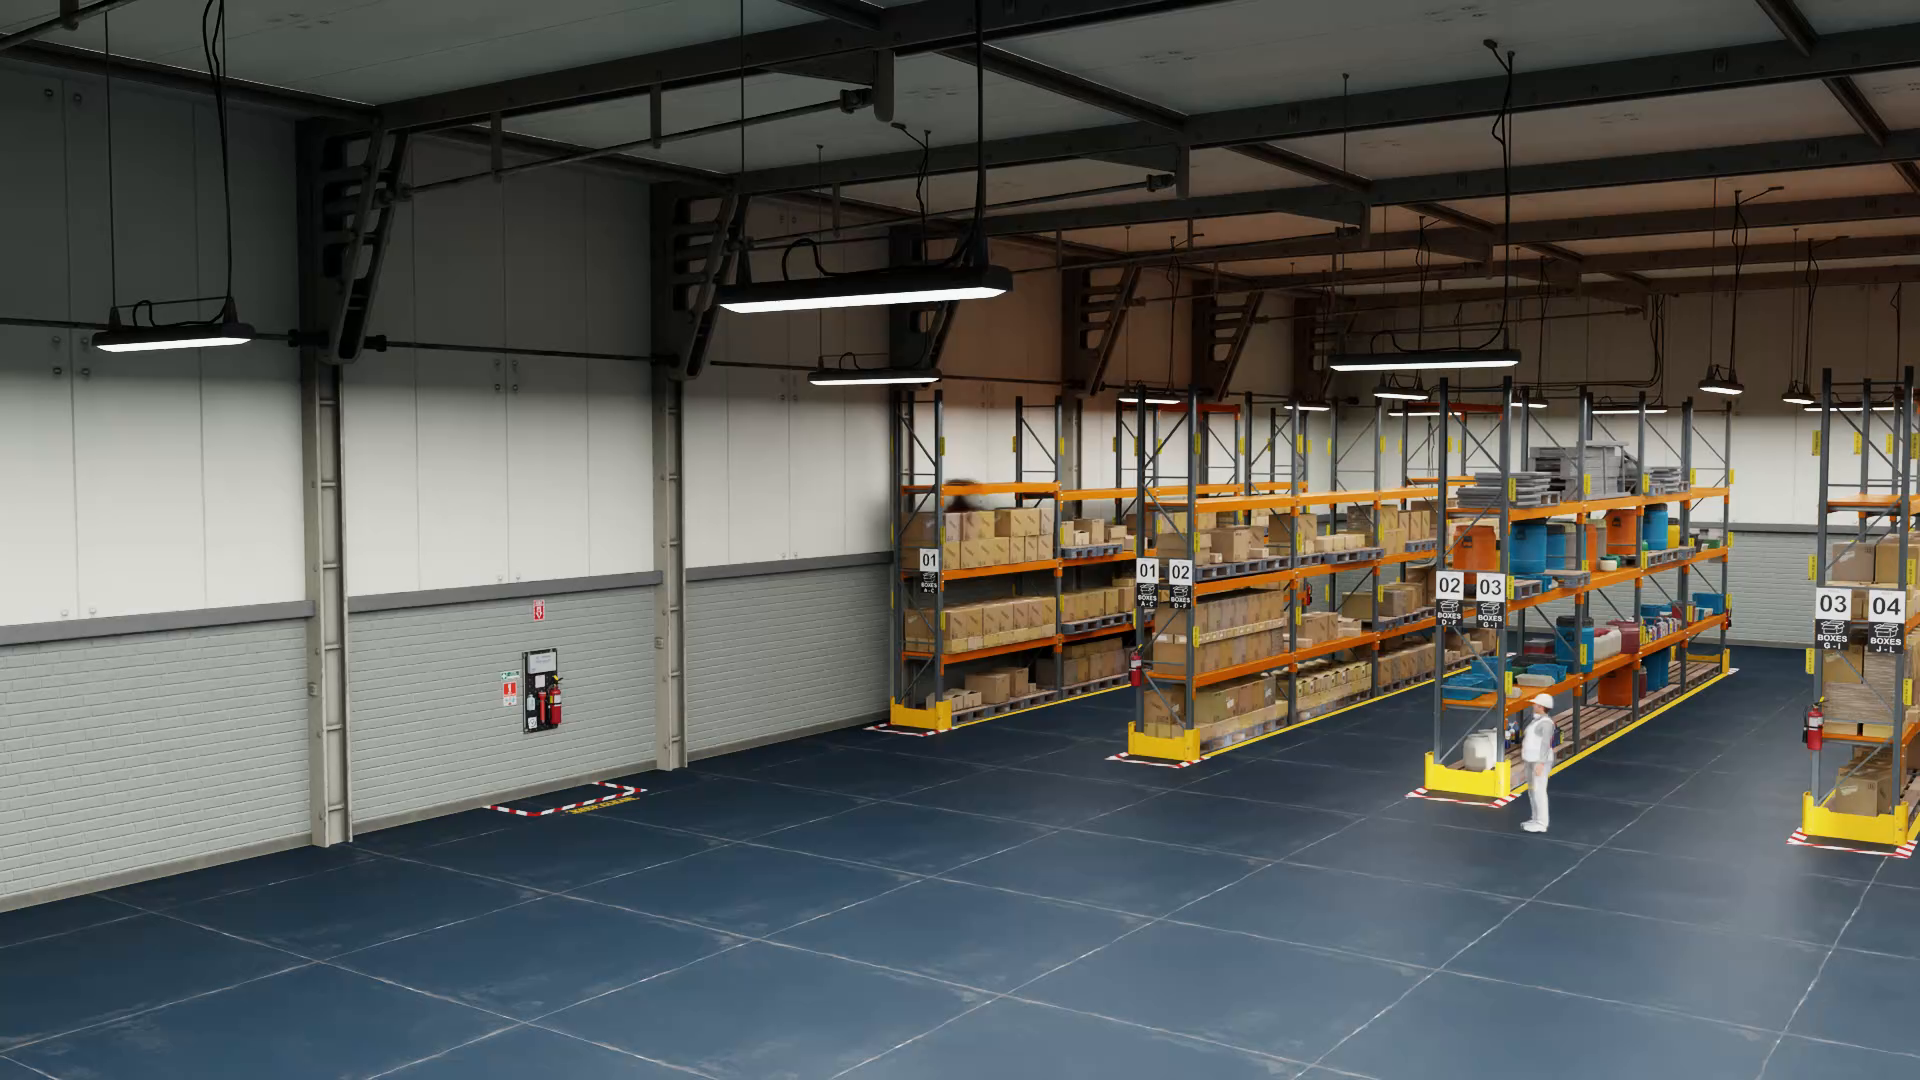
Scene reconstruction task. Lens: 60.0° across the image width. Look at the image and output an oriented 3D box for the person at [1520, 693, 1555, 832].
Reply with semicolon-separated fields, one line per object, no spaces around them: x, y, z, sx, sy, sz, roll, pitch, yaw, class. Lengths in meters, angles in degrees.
7.526;2.898;21.767;0.501;1.781;0.607;-1;3;-9;person
